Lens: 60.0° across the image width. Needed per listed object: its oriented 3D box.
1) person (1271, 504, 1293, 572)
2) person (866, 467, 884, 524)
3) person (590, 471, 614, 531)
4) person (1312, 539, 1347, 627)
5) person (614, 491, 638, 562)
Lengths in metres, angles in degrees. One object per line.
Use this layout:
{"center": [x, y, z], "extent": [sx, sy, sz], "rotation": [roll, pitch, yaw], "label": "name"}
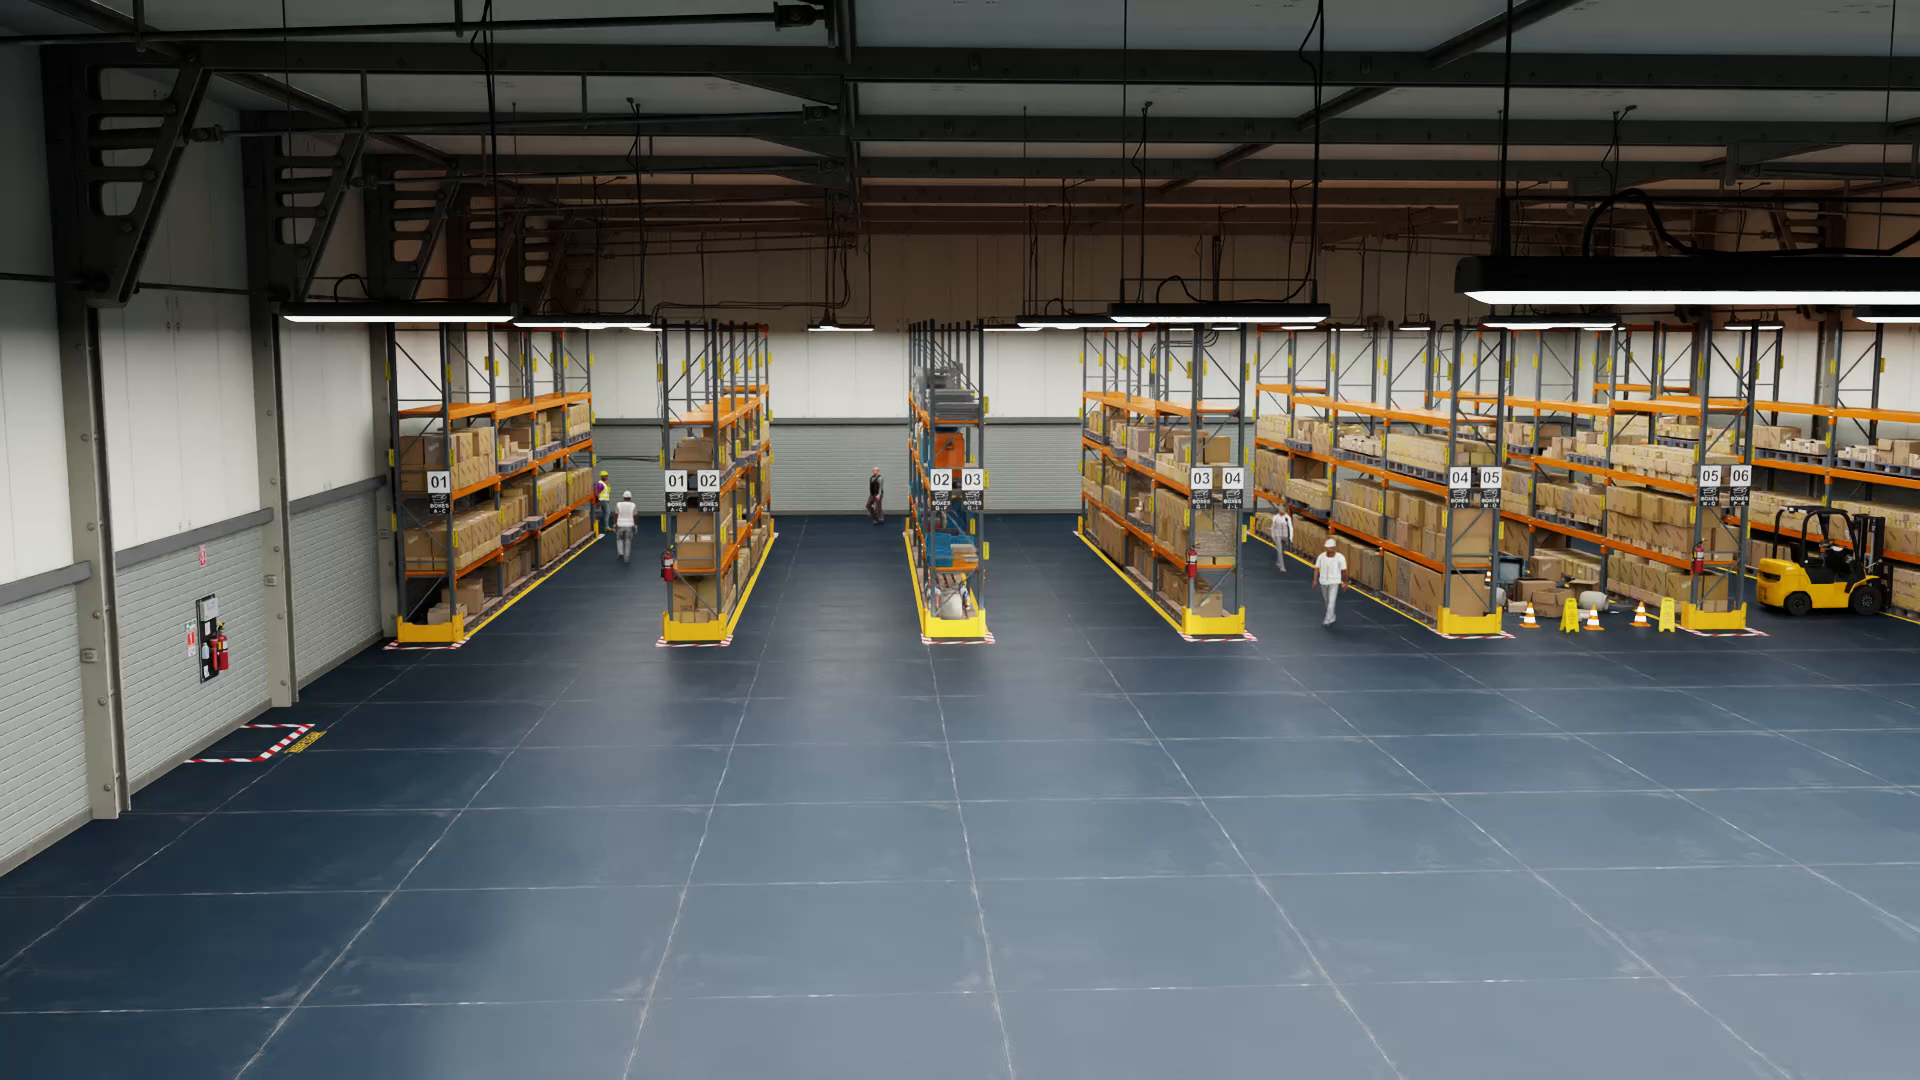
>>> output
{"center": [7.832, -0.082, 40.342], "extent": [0.469, 1.615, 1.032], "rotation": [-1, 7, -5], "label": "person"}
{"center": [-2.550, -1.328, 50.232], "extent": [0.511, 1.764, 0.584], "rotation": [-4, 8, -30], "label": "person"}
{"center": [-10.442, -1.138, 48.439], "extent": [0.741, 1.750, 0.546], "rotation": [0, 7, -3], "label": "person"}
{"center": [7.215, 0.830, 32.614], "extent": [0.599, 1.696, 1.085], "rotation": [5, 9, 37], "label": "person"}
{"center": [-8.412, -0.335, 41.836], "extent": [0.597, 1.780, 0.476], "rotation": [-1, 7, -5], "label": "person"}
